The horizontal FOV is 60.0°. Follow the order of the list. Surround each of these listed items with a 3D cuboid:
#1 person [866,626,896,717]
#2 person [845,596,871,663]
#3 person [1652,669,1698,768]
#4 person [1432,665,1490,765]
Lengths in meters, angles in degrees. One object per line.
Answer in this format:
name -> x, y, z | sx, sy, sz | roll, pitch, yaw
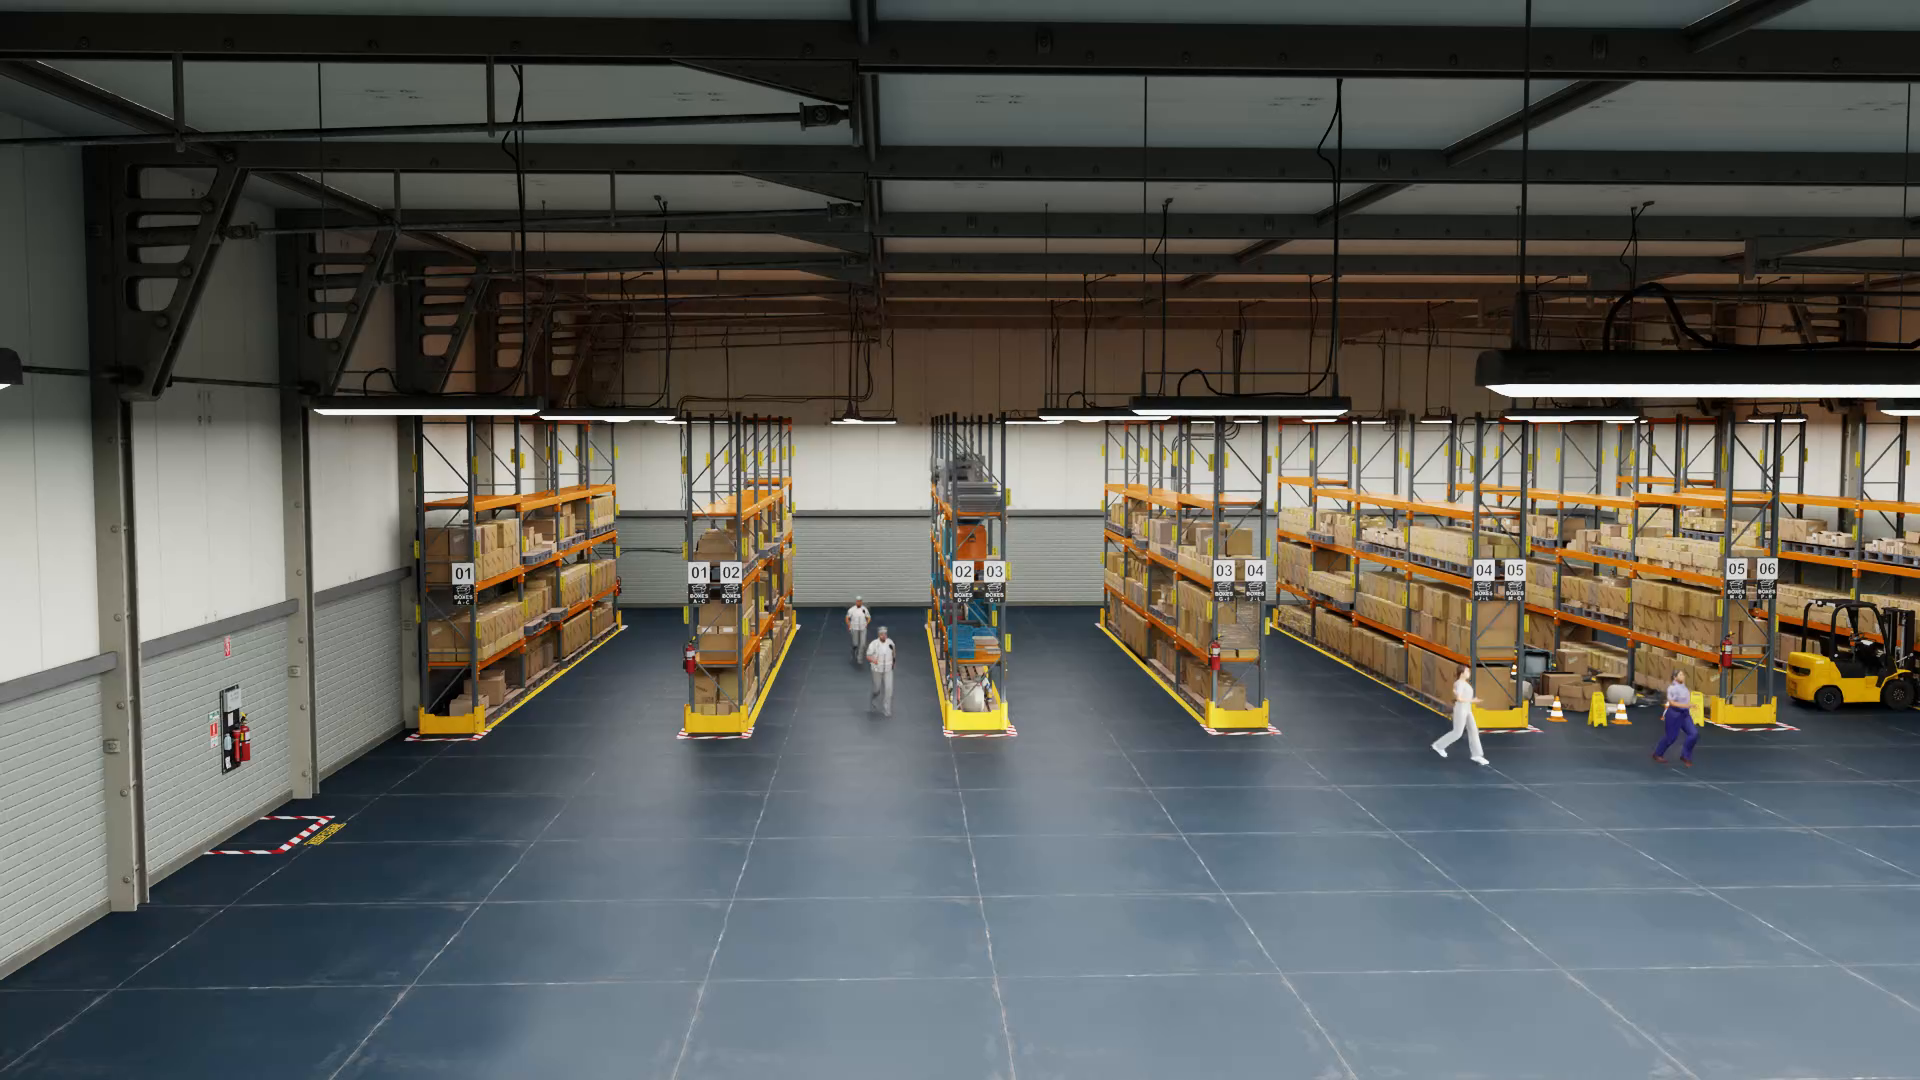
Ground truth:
person -> -1.569, 2.579, 33.192 | 0.647, 1.761, 0.943 | -1, 4, -17
person -> -2.463, 2.173, 40.347 | 0.605, 1.617, 0.554 | -1, 4, -12
person -> 12.071, 3.011, 28.035 | 0.604, 1.698, 0.718 | -3, 5, -39
person -> 8.525, 2.956, 28.282 | 0.956, 1.675, 0.566 | 2, 4, 30
